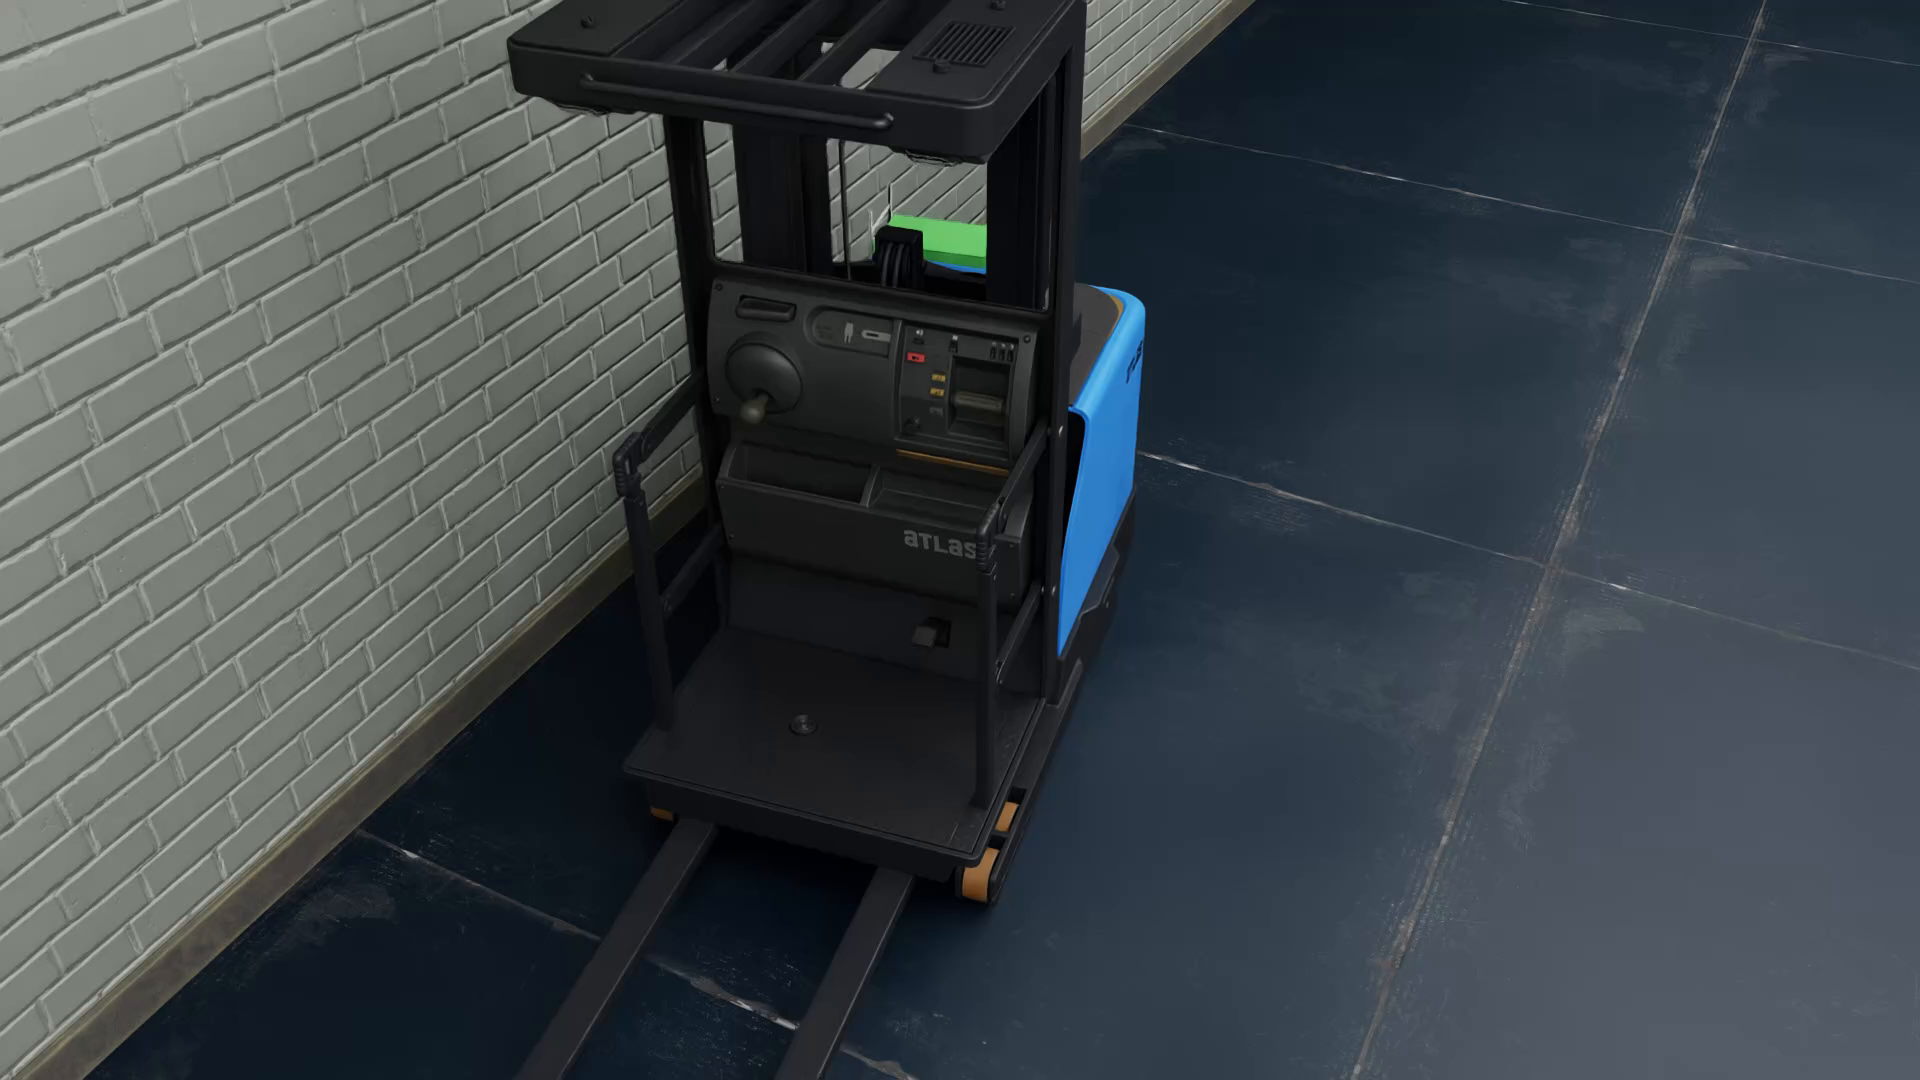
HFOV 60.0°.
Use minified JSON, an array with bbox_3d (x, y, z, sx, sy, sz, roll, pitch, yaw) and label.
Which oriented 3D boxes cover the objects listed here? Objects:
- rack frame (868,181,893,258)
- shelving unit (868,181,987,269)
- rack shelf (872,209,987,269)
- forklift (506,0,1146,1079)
[{"bbox_3d":[-0.281,-0.737,6.229,0.015,1.200,0.240,10,38,12],"label":"rack frame"},{"bbox_3d":[-0.046,-0.697,6.176,0.503,1.200,0.258,10,38,12],"label":"shelving unit"},{"bbox_3d":[-0.046,-1.029,5.925,0.480,0.148,0.258,10,38,12],"label":"rack shelf"},{"bbox_3d":[-0.316,-0.390,4.339,1.130,2.935,3.031,11,39,15],"label":"forklift"}]
